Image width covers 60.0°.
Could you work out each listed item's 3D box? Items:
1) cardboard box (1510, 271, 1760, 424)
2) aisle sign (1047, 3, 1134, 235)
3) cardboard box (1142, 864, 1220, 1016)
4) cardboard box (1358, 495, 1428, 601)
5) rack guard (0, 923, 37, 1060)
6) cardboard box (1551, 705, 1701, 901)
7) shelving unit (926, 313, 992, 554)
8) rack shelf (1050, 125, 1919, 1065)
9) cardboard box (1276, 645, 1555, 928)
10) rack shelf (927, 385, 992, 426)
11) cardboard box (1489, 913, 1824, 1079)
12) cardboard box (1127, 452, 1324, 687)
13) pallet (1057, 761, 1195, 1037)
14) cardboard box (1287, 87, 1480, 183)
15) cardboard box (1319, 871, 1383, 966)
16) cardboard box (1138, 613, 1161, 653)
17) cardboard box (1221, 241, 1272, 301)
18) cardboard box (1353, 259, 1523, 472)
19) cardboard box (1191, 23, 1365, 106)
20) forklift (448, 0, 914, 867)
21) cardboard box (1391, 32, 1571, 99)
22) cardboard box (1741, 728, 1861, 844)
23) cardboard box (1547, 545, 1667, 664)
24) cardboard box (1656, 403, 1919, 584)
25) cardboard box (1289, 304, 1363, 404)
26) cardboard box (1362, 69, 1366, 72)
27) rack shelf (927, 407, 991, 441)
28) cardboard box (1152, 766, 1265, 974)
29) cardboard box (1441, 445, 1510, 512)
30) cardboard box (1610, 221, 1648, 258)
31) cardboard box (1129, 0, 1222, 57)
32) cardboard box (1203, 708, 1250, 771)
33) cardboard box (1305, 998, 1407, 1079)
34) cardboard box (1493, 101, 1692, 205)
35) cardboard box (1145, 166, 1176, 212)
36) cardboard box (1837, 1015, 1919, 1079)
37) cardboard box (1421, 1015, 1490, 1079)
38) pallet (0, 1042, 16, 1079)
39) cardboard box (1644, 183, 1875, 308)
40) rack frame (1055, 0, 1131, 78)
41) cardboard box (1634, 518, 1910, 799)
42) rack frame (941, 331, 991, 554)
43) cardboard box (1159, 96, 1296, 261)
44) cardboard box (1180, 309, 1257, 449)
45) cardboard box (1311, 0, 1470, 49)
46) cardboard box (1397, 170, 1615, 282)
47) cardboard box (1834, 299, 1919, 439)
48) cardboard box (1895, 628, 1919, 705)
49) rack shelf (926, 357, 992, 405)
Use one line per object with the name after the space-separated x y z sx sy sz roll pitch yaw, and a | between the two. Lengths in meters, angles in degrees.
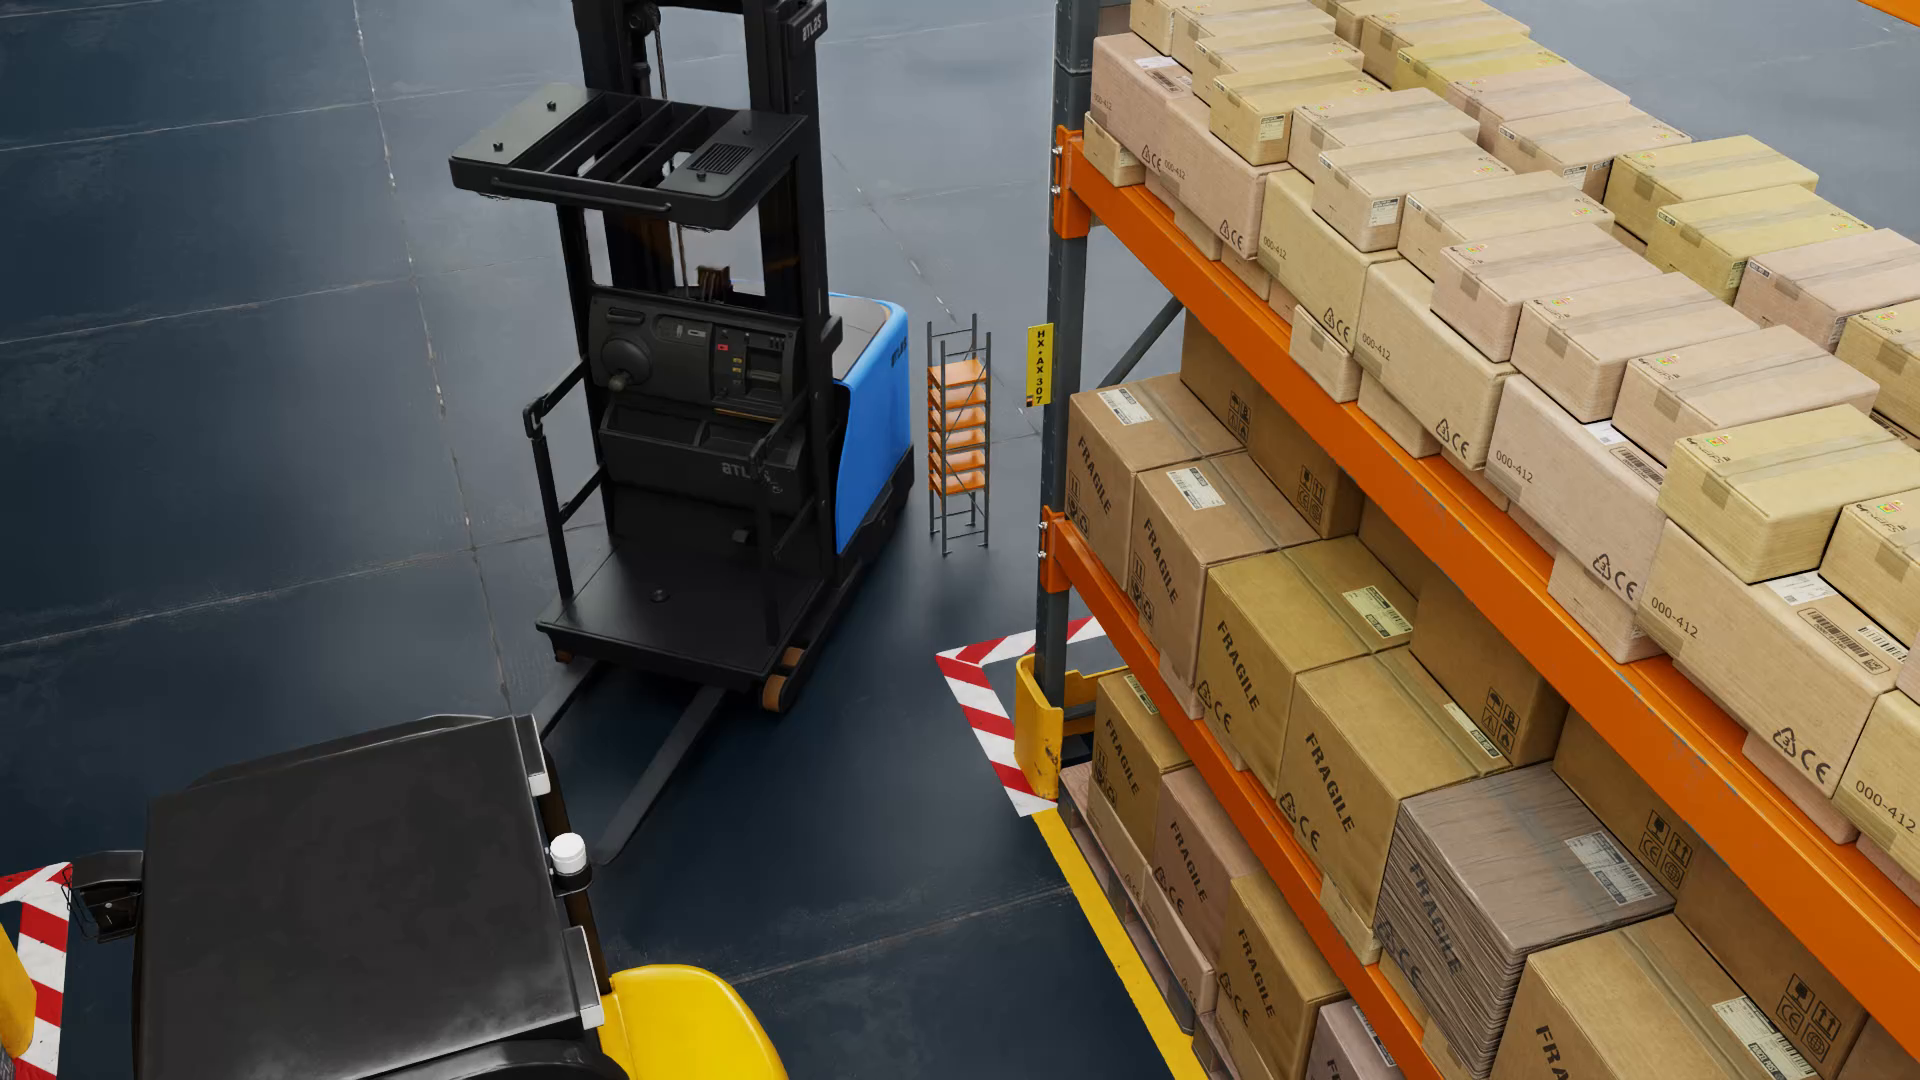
1.345 -0.389 3.327 0.380 0.149 0.250 -12 39 -15 | cardboard box
0.480 -1.389 5.440 0.394 0.787 0.004 -12 39 -16 | aisle sign
0.979 1.354 5.896 0.500 0.250 0.500 -11 38 -14 | cardboard box
1.612 -0.140 4.782 0.700 0.500 0.500 -13 39 -16 | cardboard box
-3.875 1.635 5.664 1.175 0.500 0.348 -12 39 -16 | rack guard
1.918 0.446 4.004 0.700 0.500 0.500 -13 39 -17 | cardboard box
-0.005 -0.487 7.900 0.258 1.200 0.189 -12 39 -16 | shelving unit
1.481 -0.161 4.075 1.077 0.370 4.000 -12 39 -16 | rack shelf
1.235 0.652 4.562 0.500 0.500 0.500 -13 39 -17 | cardboard box
-0.005 -0.644 7.782 0.258 0.103 0.180 -12 39 -16 | rack shelf
1.599 1.232 3.791 0.500 0.500 0.500 -11 38 -14 | cardboard box
0.876 0.078 5.322 0.500 0.500 0.500 -11 38 -15 | cardboard box
1.065 1.243 6.424 1.003 0.211 1.213 -12 39 -16 | pallet
1.044 -0.983 4.115 0.380 0.149 0.250 -13 39 -16 | cardboard box
1.237 1.000 4.638 0.380 0.149 0.250 -12 39 -16 | cardboard box
0.830 0.262 5.618 0.380 0.149 0.250 -14 39 -17 | cardboard box
0.943 -0.802 4.537 0.380 0.149 0.250 -13 39 -16 | cardboard box
1.238 -0.431 3.713 0.500 0.250 0.500 -12 39 -15 | cardboard box
0.853 -1.260 4.483 0.380 0.149 0.250 -12 39 -16 | cardboard box
-1.178 -0.694 6.735 1.130 2.935 3.031 11 38 14 | forklift
1.382 -1.218 4.427 0.380 0.149 0.250 -12 39 -16 | cardboard box
1.659 0.367 2.986 0.380 0.149 0.250 -12 39 -15 | cardboard box
1.433 0.083 3.363 0.380 0.149 0.250 -11 38 -15 | cardboard box
1.475 -0.086 2.924 0.380 0.149 0.250 -11 38 -15 | cardboard box
1.050 -0.494 4.128 0.380 0.149 0.250 -12 39 -15 | cardboard box
1.221 -1.404 5.005 0.500 0.250 0.500 -13 39 -17 | cardboard box
-0.005 -0.548 7.854 0.258 0.103 0.180 -12 39 -16 | rack shelf
1.003 1.072 5.647 0.500 0.500 0.500 -14 39 -18 | cardboard box
1.331 -0.226 3.773 0.380 0.149 0.250 -13 39 -16 | cardboard box
1.752 -0.542 3.861 0.500 0.250 0.500 -12 39 -16 | cardboard box
0.723 -1.553 4.872 0.380 0.149 0.250 -13 39 -16 | cardboard box
0.995 0.554 5.231 0.380 0.149 0.250 -11 38 -15 | cardboard box
1.360 1.657 4.870 0.500 0.500 0.500 -10 38 -14 | cardboard box
1.525 -0.925 4.038 0.380 0.149 0.250 -14 39 -17 | cardboard box
0.776 -1.093 4.924 0.380 0.149 0.250 -14 39 -17 | cardboard box
2.221 1.028 3.230 0.700 0.500 0.500 -13 39 -16 | cardboard box
1.419 1.288 4.255 0.380 0.149 0.250 -13 39 -17 | cardboard box
-3.564 2.187 5.171 1.003 0.211 1.213 -12 39 -16 | pallet
1.754 -0.643 3.664 0.380 0.149 0.250 -12 39 -15 | cardboard box
0.792 -2.776 4.456 1.000 3.000 0.127 -12 39 -16 | rack frame
1.589 0.144 2.950 0.500 0.250 0.500 -13 39 -17 | cardboard box
0.026 -0.436 7.831 0.240 1.200 0.006 -12 39 -16 | rack frame
0.879 -1.011 4.484 0.500 0.250 0.500 -13 39 -17 | cardboard box
1.173 -0.695 5.518 0.700 0.500 0.500 -13 39 -17 | cardboard box
1.239 -1.513 4.818 0.380 0.149 0.250 -12 39 -15 | cardboard box
1.217 -0.687 3.722 0.380 0.149 0.250 -12 39 -15 | cardboard box
1.969 -0.358 3.284 0.380 0.149 0.250 -14 39 -17 | cardboard box
1.693 0.199 2.546 0.380 0.149 0.250 -13 39 -17 | cardboard box
-0.005 -0.739 7.710 0.258 0.103 0.180 -12 39 -16 | rack shelf
